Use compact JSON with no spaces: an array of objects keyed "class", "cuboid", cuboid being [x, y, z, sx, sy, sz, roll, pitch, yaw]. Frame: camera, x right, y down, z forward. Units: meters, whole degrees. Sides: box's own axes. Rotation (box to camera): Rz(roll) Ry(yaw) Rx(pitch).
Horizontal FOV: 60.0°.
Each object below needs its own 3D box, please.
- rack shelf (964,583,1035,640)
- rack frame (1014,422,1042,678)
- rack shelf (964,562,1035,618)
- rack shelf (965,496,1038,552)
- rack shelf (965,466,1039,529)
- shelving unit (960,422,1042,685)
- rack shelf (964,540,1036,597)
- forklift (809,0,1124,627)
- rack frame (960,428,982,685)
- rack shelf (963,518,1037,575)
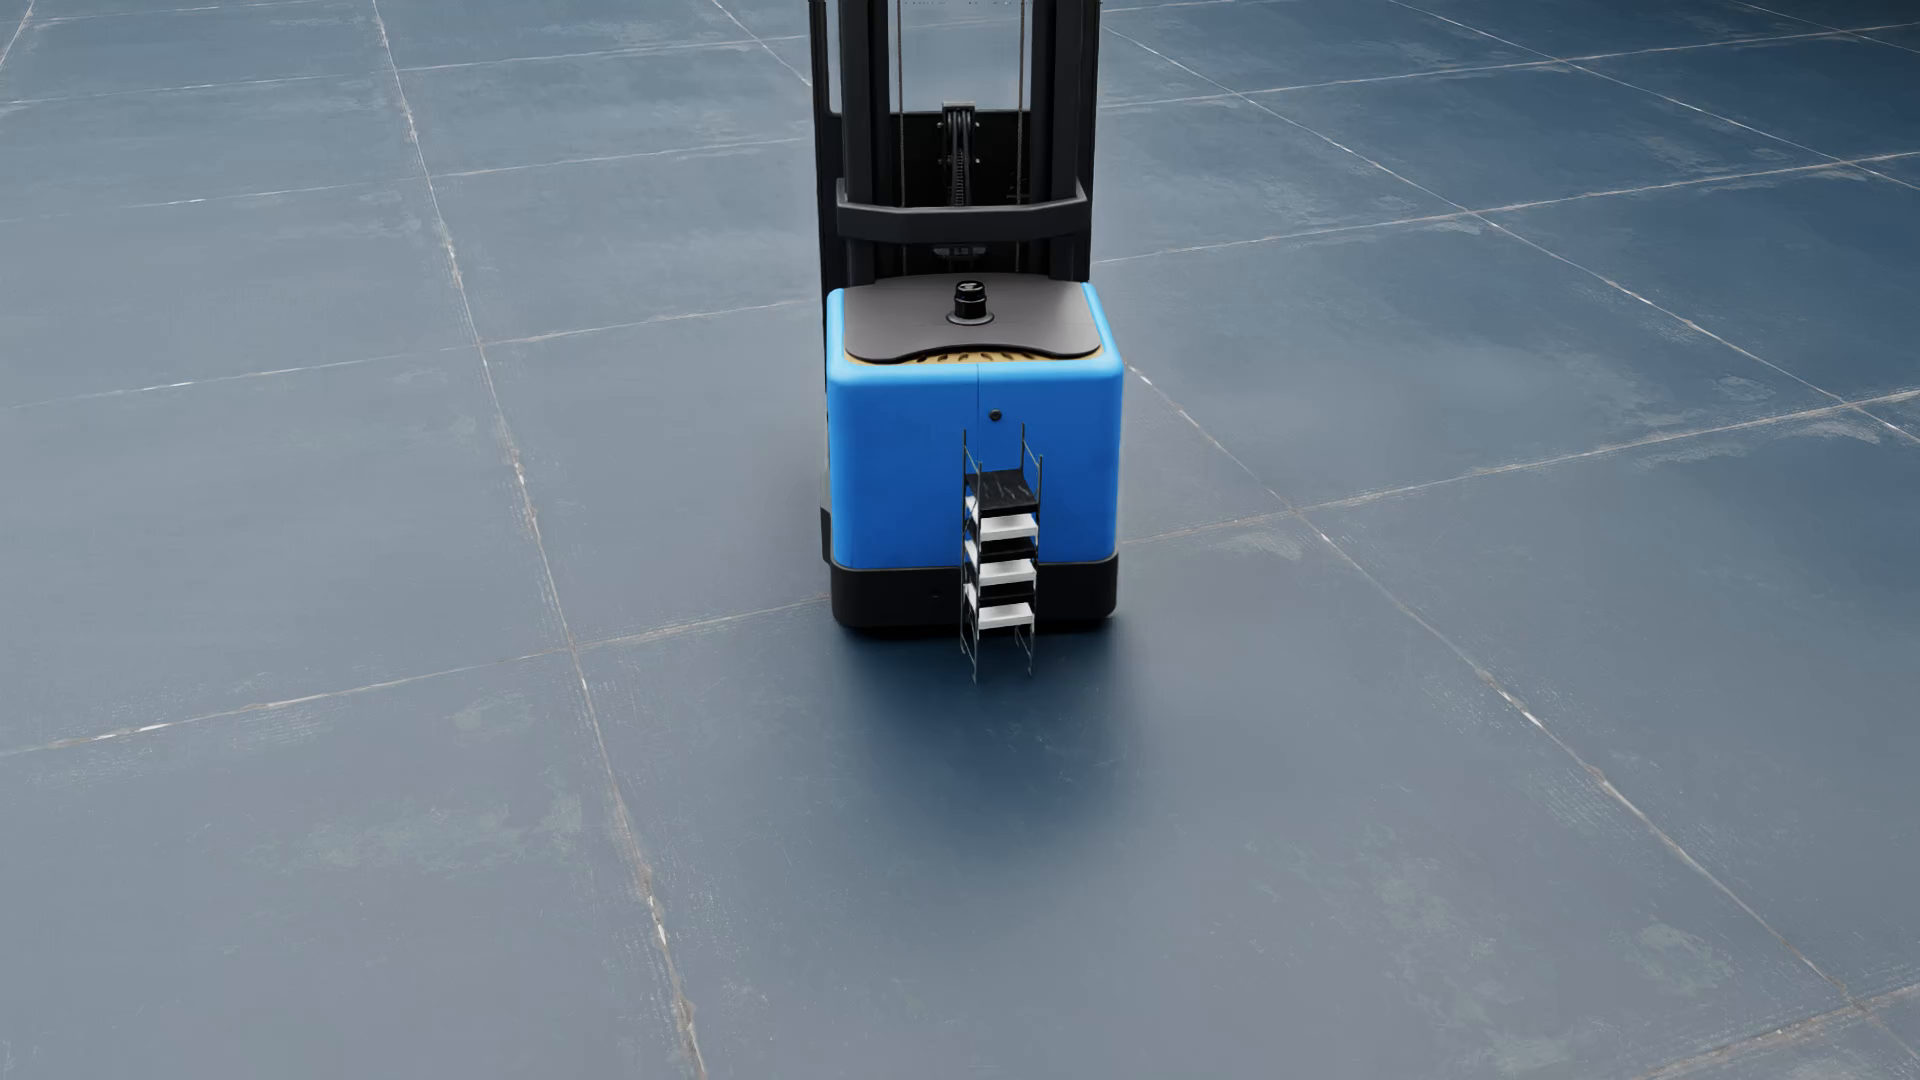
[{"class":"rack shelf","cuboid":[0.132,0.236,5.844,0.200,0.077,0.258,-7,33,-11]},{"class":"rack frame","cuboid":[0.233,0.044,5.750,0.006,0.900,0.240,-7,33,-11]},{"class":"rack shelf","cuboid":[0.133,0.160,5.796,0.200,0.077,0.258,-7,33,-11]},{"class":"rack shelf","cuboid":[0.136,-0.068,5.651,0.200,0.077,0.258,-7,33,-11]},{"class":"rack shelf","cuboid":[0.137,-0.144,5.603,0.200,0.077,0.258,-7,33,-11]},{"class":"shelving unit","cuboid":[0.134,0.056,5.730,0.210,0.900,0.258,-7,33,-11]},{"class":"rack shelf","cuboid":[0.134,0.084,5.748,0.200,0.077,0.258,-7,33,-11]},{"class":"forklift","cuboid":[-0.037,-1.654,6.693,1.130,2.935,3.031,-2,30,-3]},{"class":"rack frame","cuboid":[0.035,0.067,5.710,0.006,0.900,0.240,-7,33,-11]},{"class":"rack shelf","cuboid":[0.135,0.008,5.699,0.200,0.077,0.258,-7,33,-11]}]
